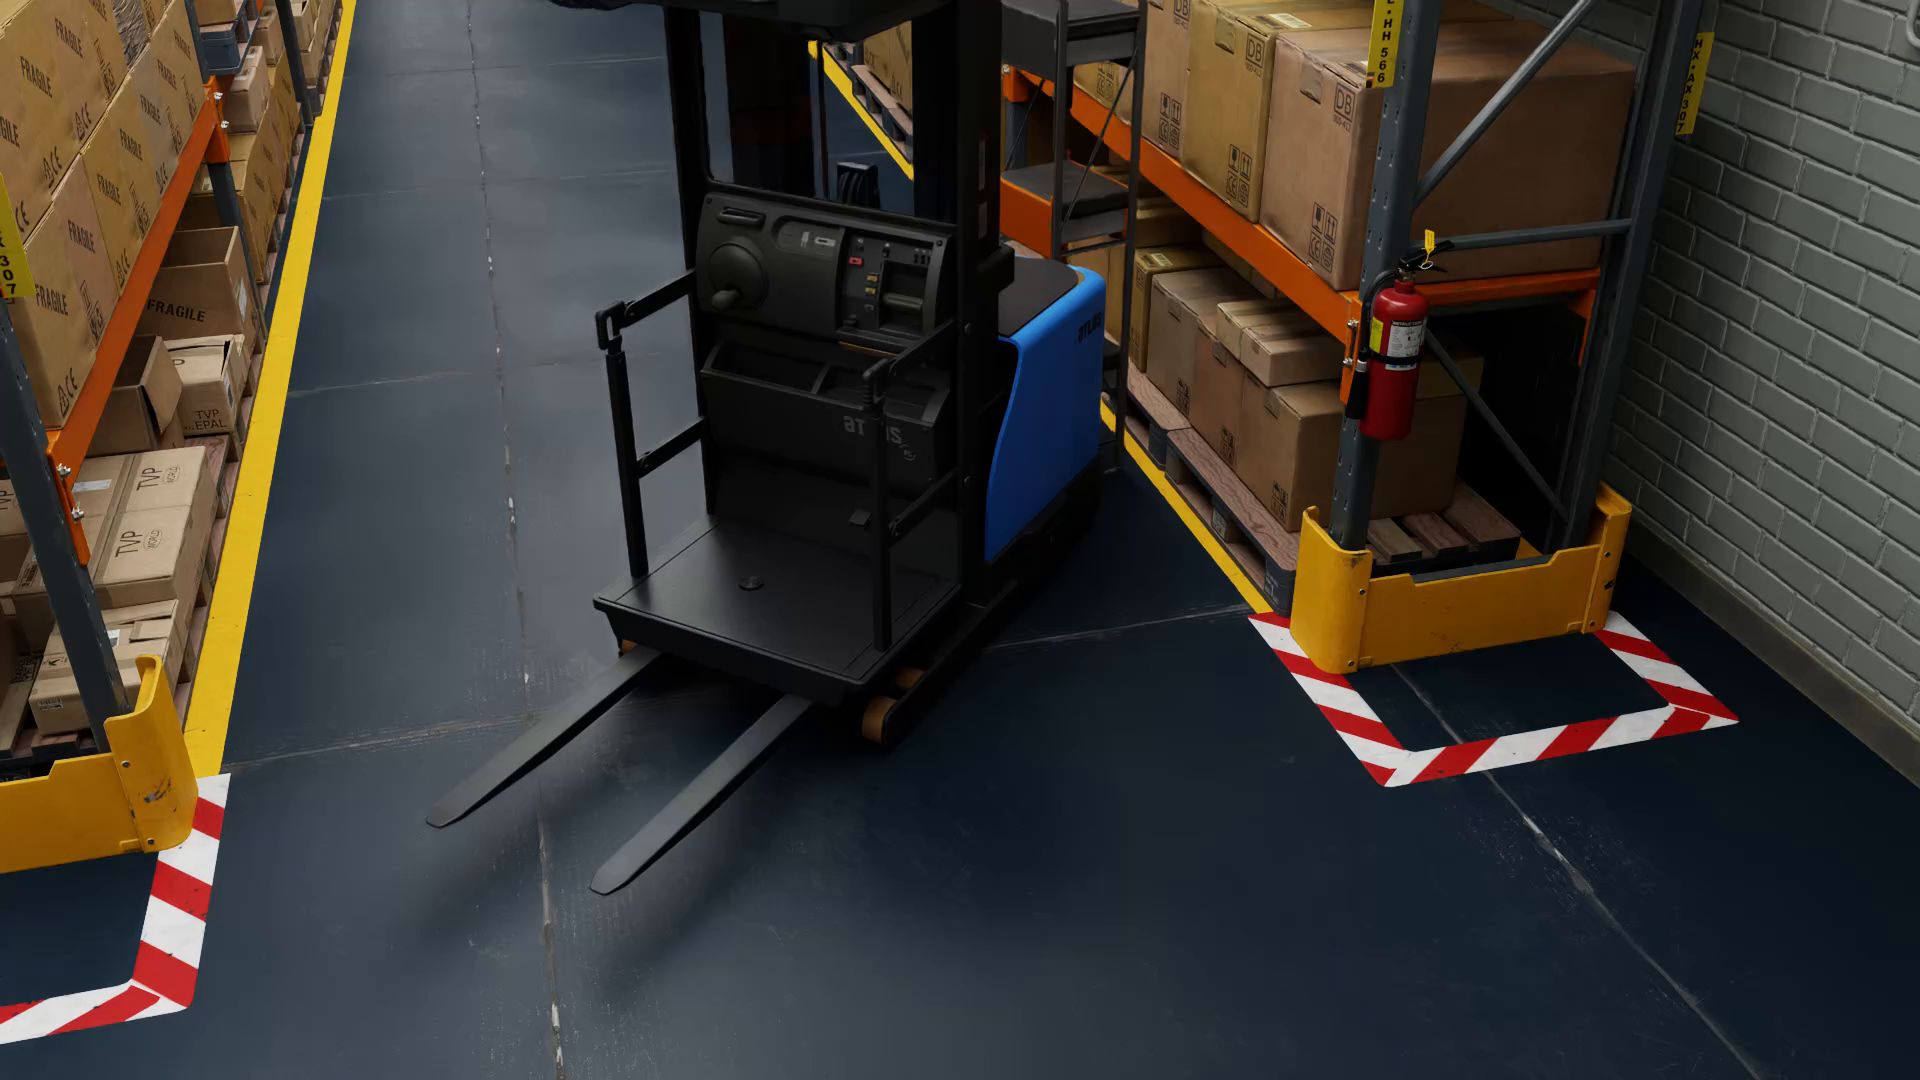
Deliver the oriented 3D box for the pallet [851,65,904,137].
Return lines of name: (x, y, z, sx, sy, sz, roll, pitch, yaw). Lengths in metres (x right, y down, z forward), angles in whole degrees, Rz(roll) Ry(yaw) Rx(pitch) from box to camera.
pallet: (-0.179, -3.250, 12.155, 1.003, 0.211, 1.213, -8, 31, -13)

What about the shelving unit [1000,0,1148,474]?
shelving unit: (0.410, -1.274, 6.855, 0.431, 2.100, 0.503, -17, 34, -27)

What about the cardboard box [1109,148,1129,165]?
cardboard box: (0.999, -2.018, 8.671, 0.380, 0.149, 0.250, -8, 31, -14)

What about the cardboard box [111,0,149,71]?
cardboard box: (-3.373, -2.031, 6.167, 0.500, 0.500, 0.500, -8, 31, -13)

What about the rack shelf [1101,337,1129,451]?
rack shelf: (0.410, -0.656, 7.212, 0.431, 0.518, 0.480, -17, 34, -27)

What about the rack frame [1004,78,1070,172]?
rack frame: (0.284, -1.378, 7.035, 0.400, 2.100, 0.015, -17, 34, -27)

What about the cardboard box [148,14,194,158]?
cardboard box: (-3.510, -1.843, 6.840, 0.500, 0.500, 0.500, -7, 31, -12)

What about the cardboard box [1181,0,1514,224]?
cardboard box: (1.459, -1.709, 6.409, 0.980, 0.700, 0.700, -8, 31, -14)

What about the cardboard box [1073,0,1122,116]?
cardboard box: (1.063, -2.428, 7.652, 0.980, 0.700, 0.700, -9, 31, -15)

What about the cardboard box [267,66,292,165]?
cardboard box: (-4.479, -2.626, 10.348, 0.500, 0.500, 0.500, -9, 31, -15)

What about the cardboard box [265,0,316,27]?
cardboard box: (-5.094, -3.967, 12.374, 0.500, 0.311, 0.500, -9, 31, -15)

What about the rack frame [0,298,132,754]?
rack frame: (-2.967, -0.324, 4.315, 1.000, 3.000, 0.127, -8, 31, -13)

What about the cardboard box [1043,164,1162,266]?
cardboard box: (0.846, -1.641, 8.667, 0.700, 0.500, 0.500, -7, 31, -13)

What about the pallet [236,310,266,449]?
pallet: (-3.847, -0.717, 7.778, 1.003, 0.211, 1.213, -8, 31, -13)

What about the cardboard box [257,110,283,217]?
cardboard box: (-4.200, -2.129, 9.490, 0.500, 0.500, 0.500, -7, 31, -13)

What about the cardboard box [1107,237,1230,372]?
cardboard box: (1.110, -1.150, 7.818, 0.700, 0.500, 0.500, -7, 31, -12)

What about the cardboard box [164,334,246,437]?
cardboard box: (-3.405, -0.683, 7.180, 0.500, 0.311, 0.500, -8, 31, -13)

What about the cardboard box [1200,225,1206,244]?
cardboard box: (1.277, -1.515, 7.801, 0.380, 0.149, 0.250, -8, 31, -13)

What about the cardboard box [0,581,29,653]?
cardboard box: (-3.370, 0.275, 5.670, 0.380, 0.166, 0.250, -8, 31, -13)

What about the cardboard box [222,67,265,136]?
cardboard box: (-4.188, -2.438, 9.275, 0.500, 0.250, 0.500, -8, 31, -13)

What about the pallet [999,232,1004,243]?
pallet: (0.469, -2.072, 10.119, 1.003, 0.211, 1.213, -8, 31, -13)

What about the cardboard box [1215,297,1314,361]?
cardboard box: (1.247, -0.851, 6.654, 0.380, 0.149, 0.250, -7, 31, -12)

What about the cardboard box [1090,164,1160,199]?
cardboard box: (0.761, -1.732, 8.177, 0.380, 0.149, 0.250, -7, 31, -12)

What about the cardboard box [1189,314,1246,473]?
cardboard box: (1.393, -0.651, 6.956, 0.700, 0.500, 0.500, -8, 31, -13)

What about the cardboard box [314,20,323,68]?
cardboard box: (-5.080, -3.714, 12.498, 0.500, 0.250, 0.500, -9, 31, -15)

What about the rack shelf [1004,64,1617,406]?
rack shelf: (1.277, -1.639, 7.305, 1.077, 0.370, 4.000, -8, 31, -13)

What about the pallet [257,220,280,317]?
pallet: (-4.281, -1.437, 9.021, 1.003, 0.211, 1.213, -8, 31, -13)

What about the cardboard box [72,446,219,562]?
cardboard box: (-3.103, -0.107, 6.247, 0.500, 0.250, 0.500, -8, 31, -13)

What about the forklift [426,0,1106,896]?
forklift: (-0.562, -0.839, 5.274, 1.130, 2.935, 3.031, 15, 33, 24)

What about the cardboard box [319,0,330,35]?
cardboard box: (-5.360, -4.212, 13.358, 0.500, 0.250, 0.500, -7, 31, -12)

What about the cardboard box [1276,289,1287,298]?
cardboard box: (1.551, -1.021, 6.949, 0.380, 0.149, 0.250, -8, 31, -13)

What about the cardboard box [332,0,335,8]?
cardboard box: (-5.630, -4.705, 14.210, 0.500, 0.250, 0.500, -8, 31, -14)

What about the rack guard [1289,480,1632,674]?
rack guard: (1.814, 0.109, 6.062, 1.175, 0.500, 0.348, -8, 31, -13)

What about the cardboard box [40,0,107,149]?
cardboard box: (-3.105, -1.543, 5.323, 0.500, 0.500, 0.500, -7, 31, -13)

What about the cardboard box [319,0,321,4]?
cardboard box: (-5.364, -4.461, 13.229, 0.500, 0.311, 0.500, -8, 31, -14)

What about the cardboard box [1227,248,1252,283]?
cardboard box: (1.414, -1.268, 7.375, 0.380, 0.149, 0.250, -8, 31, -13)

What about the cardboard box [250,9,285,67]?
cardboard box: (-4.597, -3.174, 10.546, 0.500, 0.250, 0.500, -7, 31, -11)

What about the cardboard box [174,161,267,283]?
cardboard box: (-3.922, -1.630, 8.628, 0.500, 0.500, 0.500, -9, 31, -16)

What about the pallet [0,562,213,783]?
pallet: (-3.200, 0.462, 5.742, 1.003, 0.211, 1.213, -8, 31, -13)

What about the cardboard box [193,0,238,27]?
cardboard box: (-3.939, -2.739, 7.969, 0.700, 0.500, 0.500, -19, 35, -30)

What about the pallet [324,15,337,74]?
pallet: (-5.591, -3.972, 13.401, 1.003, 0.211, 1.213, -8, 31, -13)

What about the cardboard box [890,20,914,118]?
cardboard box: (-0.020, -3.303, 11.189, 0.750, 0.750, 0.750, -8, 31, -14)

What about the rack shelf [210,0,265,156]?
rack shelf: (-4.560, -2.910, 9.502, 1.077, 0.370, 4.000, -8, 31, -13)

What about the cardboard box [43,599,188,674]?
cardboard box: (-2.813, 0.343, 5.552, 0.380, 0.166, 0.250, -8, 31, -13)

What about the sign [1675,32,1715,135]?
sign: (2.345, -1.464, 5.342, 0.100, 0.325, 0.005, -8, 31, -13)

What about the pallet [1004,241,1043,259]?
pallet: (0.873, -1.332, 8.840, 1.003, 0.211, 1.213, -8, 31, -13)

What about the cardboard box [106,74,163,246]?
cardboard box: (-3.234, -1.349, 5.987, 0.500, 0.500, 0.500, -7, 31, -13)

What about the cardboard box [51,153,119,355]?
cardboard box: (-2.973, -0.865, 5.150, 0.500, 0.500, 0.500, -8, 31, -14)

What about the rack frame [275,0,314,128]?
rack frame: (-5.090, -4.188, 10.990, 1.000, 3.000, 0.127, -8, 31, -13)

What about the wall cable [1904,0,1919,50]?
wall cable: (3.060, -0.931, 4.350, 0.084, 1.984, 1.851, -8, 31, -13)

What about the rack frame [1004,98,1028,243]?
rack frame: (0.746, -2.916, 8.794, 1.000, 3.000, 0.127, -8, 31, -13)

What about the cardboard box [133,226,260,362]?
cardboard box: (-3.604, -1.127, 7.758, 0.500, 0.500, 0.500, -8, 31, -13)

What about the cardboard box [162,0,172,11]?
cardboard box: (-3.645, -2.522, 7.015, 0.500, 0.500, 0.500, -8, 31, -13)

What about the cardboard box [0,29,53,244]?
cardboard box: (-2.831, -1.049, 4.470, 0.500, 0.500, 0.500, -7, 31, -12)

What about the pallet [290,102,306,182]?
pallet: (-4.929, -2.615, 11.057, 1.003, 0.211, 1.213, -8, 31, -13)

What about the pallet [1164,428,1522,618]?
pallet: (1.520, -0.153, 6.804, 1.003, 0.211, 1.213, -8, 31, -13)
